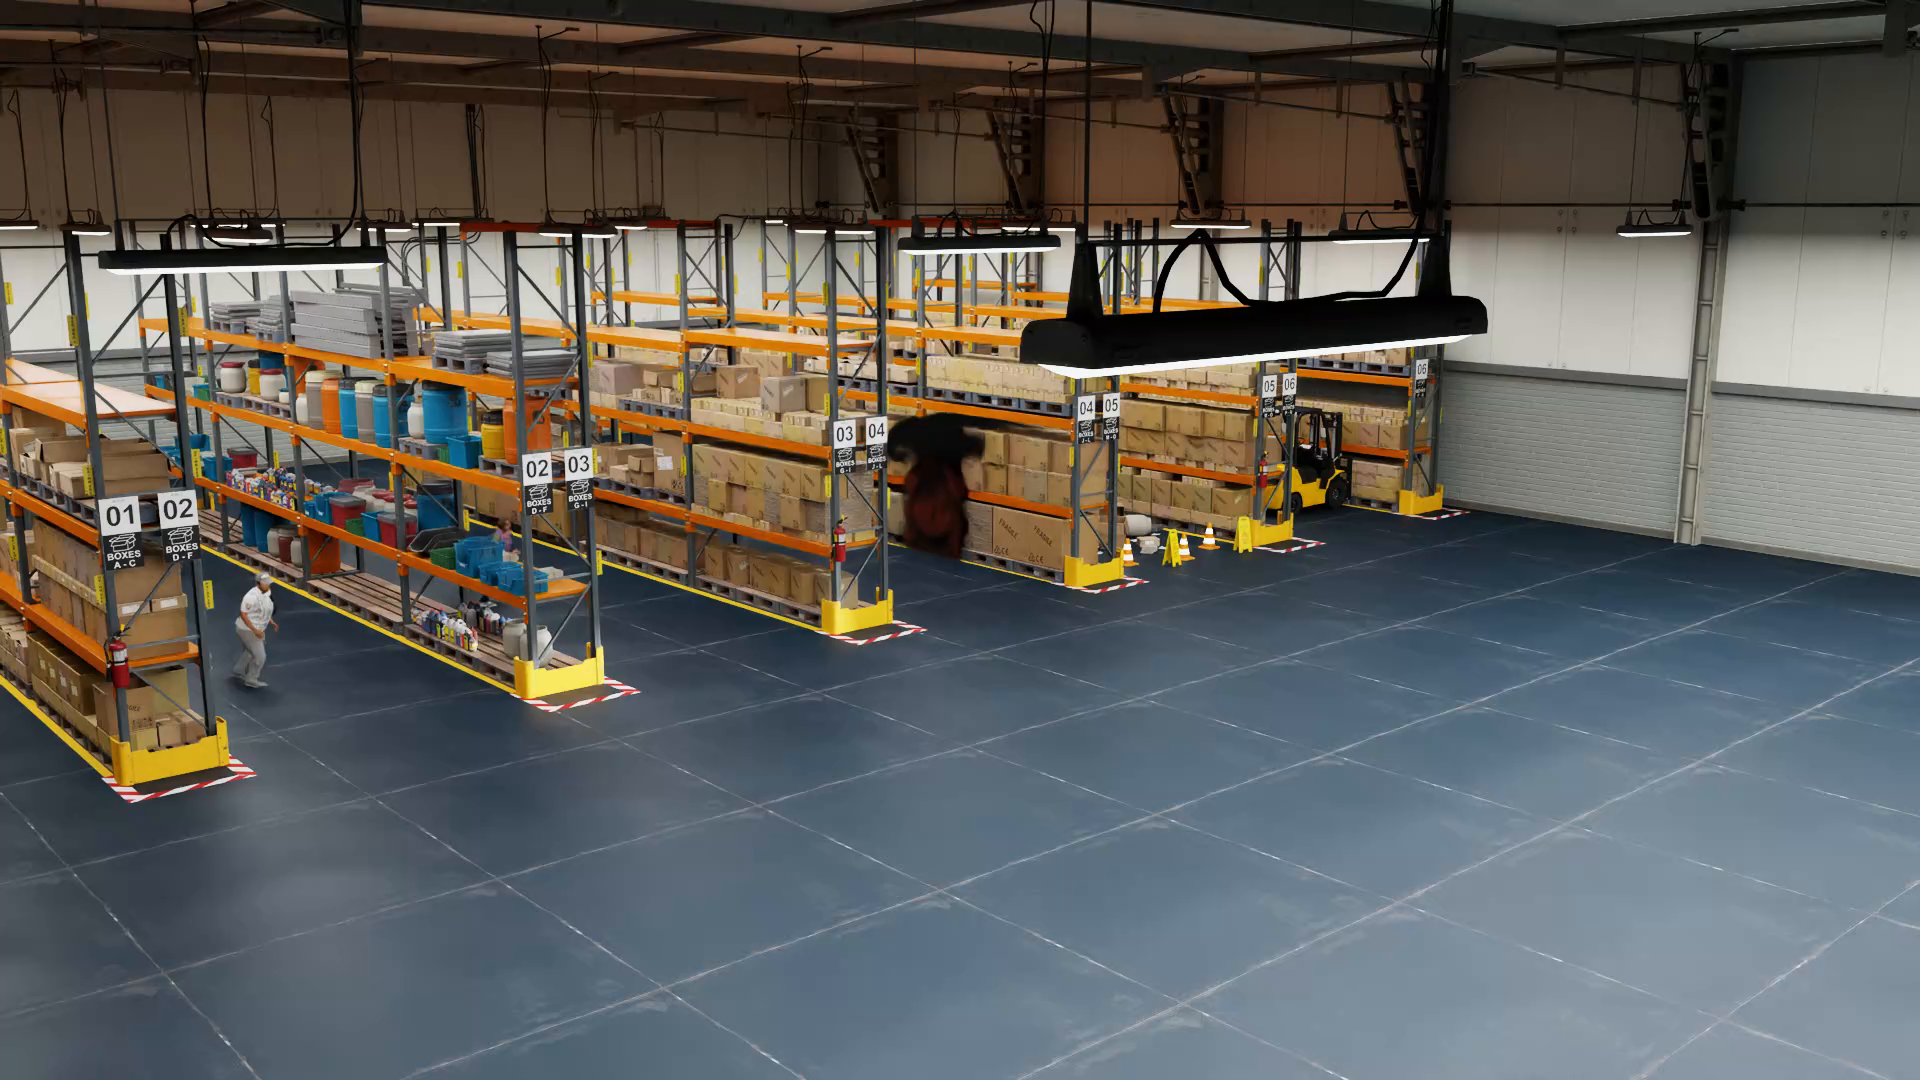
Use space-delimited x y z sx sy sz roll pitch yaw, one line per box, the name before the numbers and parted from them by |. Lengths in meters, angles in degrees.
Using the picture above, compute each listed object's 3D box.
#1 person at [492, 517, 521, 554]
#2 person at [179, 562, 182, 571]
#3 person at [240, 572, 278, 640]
person | -7.185 0.003 26.247 0.629 0.776 0.545 4 12 20
person | -13.613 -0.131 28.776 0.562 1.443 0.849 -9 15 -39
person | -9.223 0.848 21.941 0.494 0.884 0.551 0 11 1
